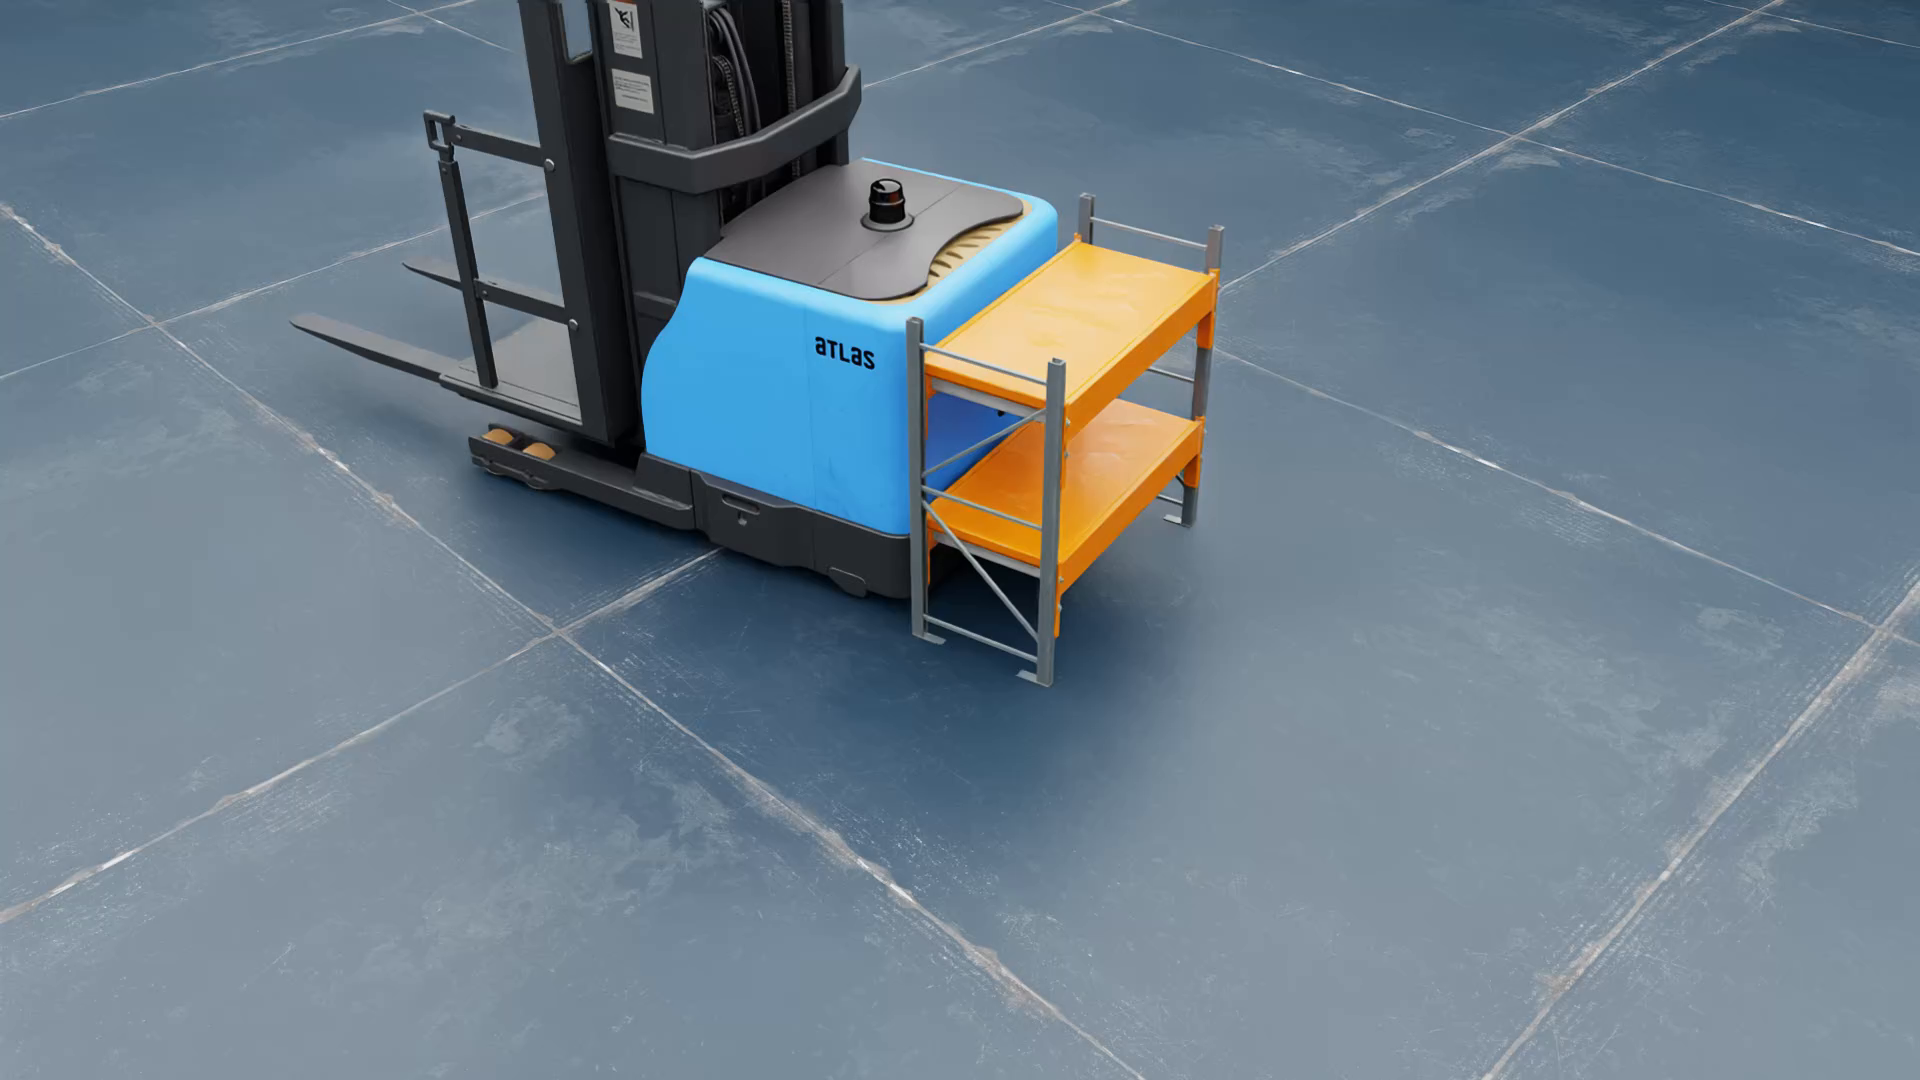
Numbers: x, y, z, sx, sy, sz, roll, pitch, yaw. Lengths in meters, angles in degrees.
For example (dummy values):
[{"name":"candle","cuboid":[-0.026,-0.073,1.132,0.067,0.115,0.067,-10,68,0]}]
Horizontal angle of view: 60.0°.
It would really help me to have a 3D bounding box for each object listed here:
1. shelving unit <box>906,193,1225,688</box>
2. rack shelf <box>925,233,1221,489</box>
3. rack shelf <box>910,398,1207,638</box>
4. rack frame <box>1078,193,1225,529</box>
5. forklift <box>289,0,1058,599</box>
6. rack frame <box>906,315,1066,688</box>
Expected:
[{"name":"shelving unit","cuboid":[0.336,-0.336,5.249,0.538,1.125,1.048,20,39,26]},{"name":"rack shelf","cuboid":[0.336,-0.576,5.081,0.538,0.278,1.000,20,39,26]},{"name":"rack shelf","cuboid":[0.336,-0.136,5.389,0.538,0.278,1.000,20,39,26]},{"name":"rack frame","cuboid":[0.606,-0.583,5.603,0.500,1.125,0.032,20,39,26]},{"name":"forklift","cuboid":[-1.196,-1.625,5.518,3.031,2.935,1.130,18,39,24]},{"name":"rack frame","cuboid":[0.067,-0.090,4.895,0.500,1.125,0.032,20,39,26]}]
